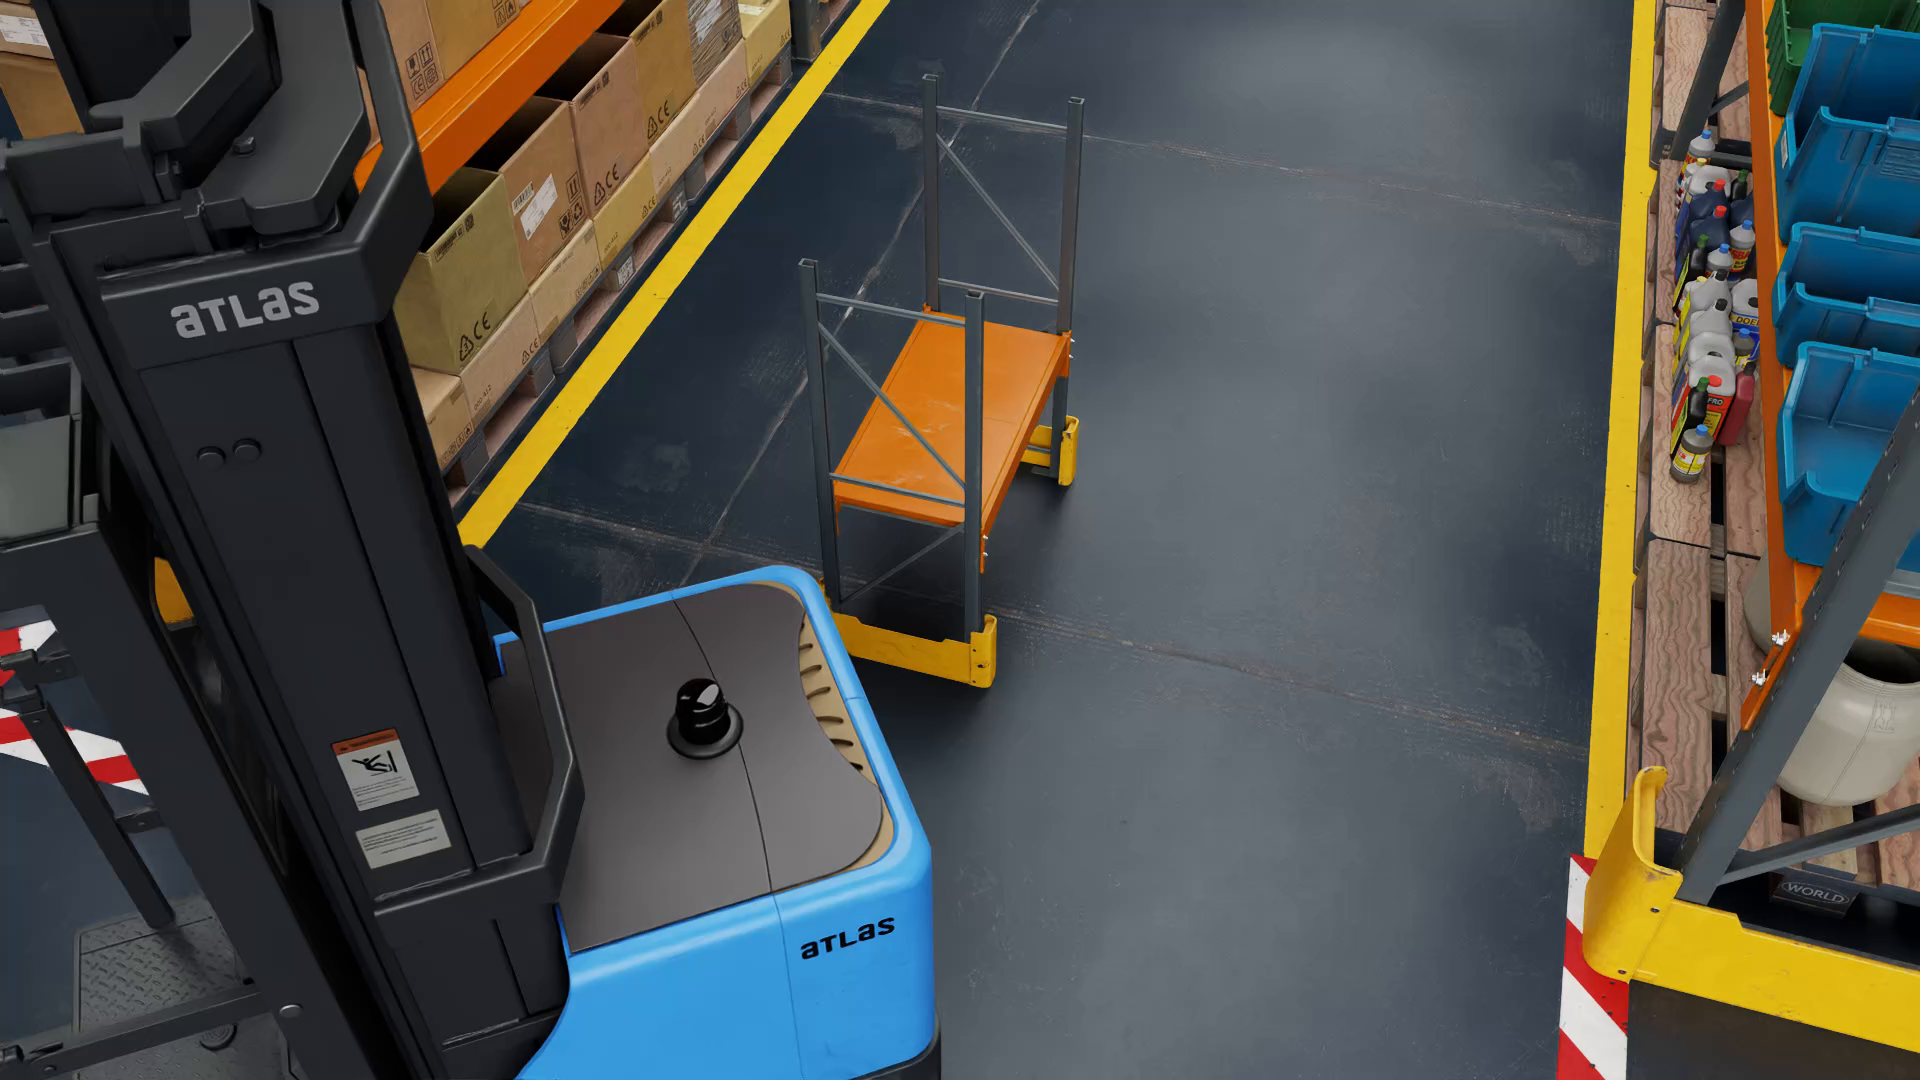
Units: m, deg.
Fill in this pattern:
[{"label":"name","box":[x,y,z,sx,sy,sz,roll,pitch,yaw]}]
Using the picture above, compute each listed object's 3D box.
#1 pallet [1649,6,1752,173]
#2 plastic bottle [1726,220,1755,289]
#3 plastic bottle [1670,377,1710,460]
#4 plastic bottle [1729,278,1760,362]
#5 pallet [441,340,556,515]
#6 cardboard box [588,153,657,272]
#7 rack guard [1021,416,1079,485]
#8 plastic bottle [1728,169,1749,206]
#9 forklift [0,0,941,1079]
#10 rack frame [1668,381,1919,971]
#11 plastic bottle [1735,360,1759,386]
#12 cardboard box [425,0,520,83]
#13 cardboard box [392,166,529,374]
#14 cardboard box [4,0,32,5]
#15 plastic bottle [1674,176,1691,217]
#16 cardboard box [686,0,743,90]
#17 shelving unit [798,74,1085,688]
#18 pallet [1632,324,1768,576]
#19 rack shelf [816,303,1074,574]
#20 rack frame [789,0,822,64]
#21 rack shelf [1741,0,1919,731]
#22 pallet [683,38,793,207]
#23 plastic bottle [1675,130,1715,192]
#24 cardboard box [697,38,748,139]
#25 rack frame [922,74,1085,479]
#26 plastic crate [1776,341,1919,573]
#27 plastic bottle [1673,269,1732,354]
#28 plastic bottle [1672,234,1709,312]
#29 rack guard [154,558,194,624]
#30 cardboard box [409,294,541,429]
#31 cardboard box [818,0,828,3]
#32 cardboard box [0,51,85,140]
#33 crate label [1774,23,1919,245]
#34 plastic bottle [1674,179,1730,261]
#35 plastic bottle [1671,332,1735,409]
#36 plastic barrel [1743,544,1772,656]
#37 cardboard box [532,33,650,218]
[{"label":"pallet","box":[3.743,-2.028,7.671,1.003,0.211,1.213,13,46,13]},{"label":"plastic bottle","box":[2.973,-1.103,6.368,0.097,0.271,0.097,0,44,0]},{"label":"plastic bottle","box":[2.487,-0.412,5.654,0.061,0.283,0.133,14,46,13]},{"label":"plastic bottle","box":[2.865,-0.803,6.058,0.152,0.276,0.135,13,46,13]},{"label":"pallet","box":[-2.197,-0.400,6.008,1.003,0.211,1.213,13,46,13]},{"label":"cardboard box","box":[-1.559,-1.355,6.656,0.500,0.250,0.500,13,46,13]},{"label":"rack guard","box":[0.128,-0.370,5.950,0.587,0.250,0.087,13,46,13]},{"label":"plastic bottle","box":[3.058,-1.316,6.578,0.061,0.283,0.133,13,46,13]},{"label":"forklift","box":[-1.620,0.438,3.207,3.031,2.935,1.130,-14,46,-14]},{"label":"rack frame","box":[2.331,0.173,3.428,1.000,3.000,0.127,13,46,13]},{"label":"plastic bottle","box":[2.738,-0.541,5.845,0.097,0.201,0.097,0,44,0]},{"label":"cardboard box","box":[-1.925,-1.903,5.479,0.700,0.500,0.500,13,46,13]},{"label":"cardboard box","box":[-1.865,-0.958,5.713,0.500,0.500,0.500,13,46,13]},{"label":"cardboard box","box":[-2.219,-1.721,4.365,0.700,0.500,0.500,13,46,13]},{"label":"plastic bottle","box":[2.966,-1.395,6.717,0.097,0.201,0.097,0,44,0]},{"label":"cardboard box","box":[-1.272,-2.294,7.079,0.500,0.500,0.500,13,46,13]},{"label":"shelving unit","box":[-0.023,-0.485,5.174,0.587,1.500,1.083,13,46,13]},{"label":"pallet","box":[2.931,-0.241,5.846,1.003,0.211,1.213,13,46,13]},{"label":"rack shelf","box":[-0.026,-0.351,5.293,0.538,0.185,1.000,13,46,13]},{"label":"rack frame","box":[-1.178,-3.544,7.227,1.000,3.000,0.127,13,46,13]},{"label":"rack shelf","box":[2.936,-0.903,5.042,1.077,0.370,4.000,13,46,13]},{"label":"pallet","box":[-1.458,-2.027,7.670,1.003,0.211,1.213,13,46,13]},{"label":"plastic bottle","box":[3.028,-1.555,6.831,0.097,0.271,0.097,0,44,0]},{"label":"cardboard box","box":[-1.271,-2.025,7.341,0.500,0.250,0.500,13,46,13]},{"label":"rack frame","box":[0.128,-0.818,5.514,0.500,1.500,0.032,13,46,13]},{"label":"plastic crate","box":[2.197,-0.170,3.886,0.499,0.251,0.616,13,46,13]},{"label":"plastic bottle","box":[2.716,-0.844,6.047,0.144,0.351,0.185,12,46,12]},{"label":"plastic bottle","box":[2.755,-1.002,6.257,0.061,0.283,0.133,14,46,14]},{"label":"rack guard","box":[-2.396,0.031,5.361,1.175,0.500,0.348,13,46,13]},{"label":"cardboard box","box":[-1.867,-0.690,5.976,0.500,0.250,0.500,13,46,13]},{"label":"cardboard box","box":[-0.819,-2.928,8.263,0.500,0.250,0.500,12,46,12]},{"label":"cardboard box","box":[-2.235,-1.222,4.783,0.700,0.500,0.500,13,46,13]},{"label":"crate label","box":[2.630,-1.123,4.728,0.502,0.435,0.616,13,46,13]},{"label":"plastic bottle","box":[2.902,-1.253,6.465,0.144,0.351,0.185,14,46,14]},{"label":"plastic bottle","box":[2.614,-0.582,5.833,0.152,0.276,0.135,11,46,11]},{"label":"plastic barrel","box":[2.609,0.124,4.958,0.421,0.512,0.421,0,44,0]},{"label":"cardboard box","box":[-1.558,-1.623,6.394,0.500,0.500,0.500,13,46,13]}]
